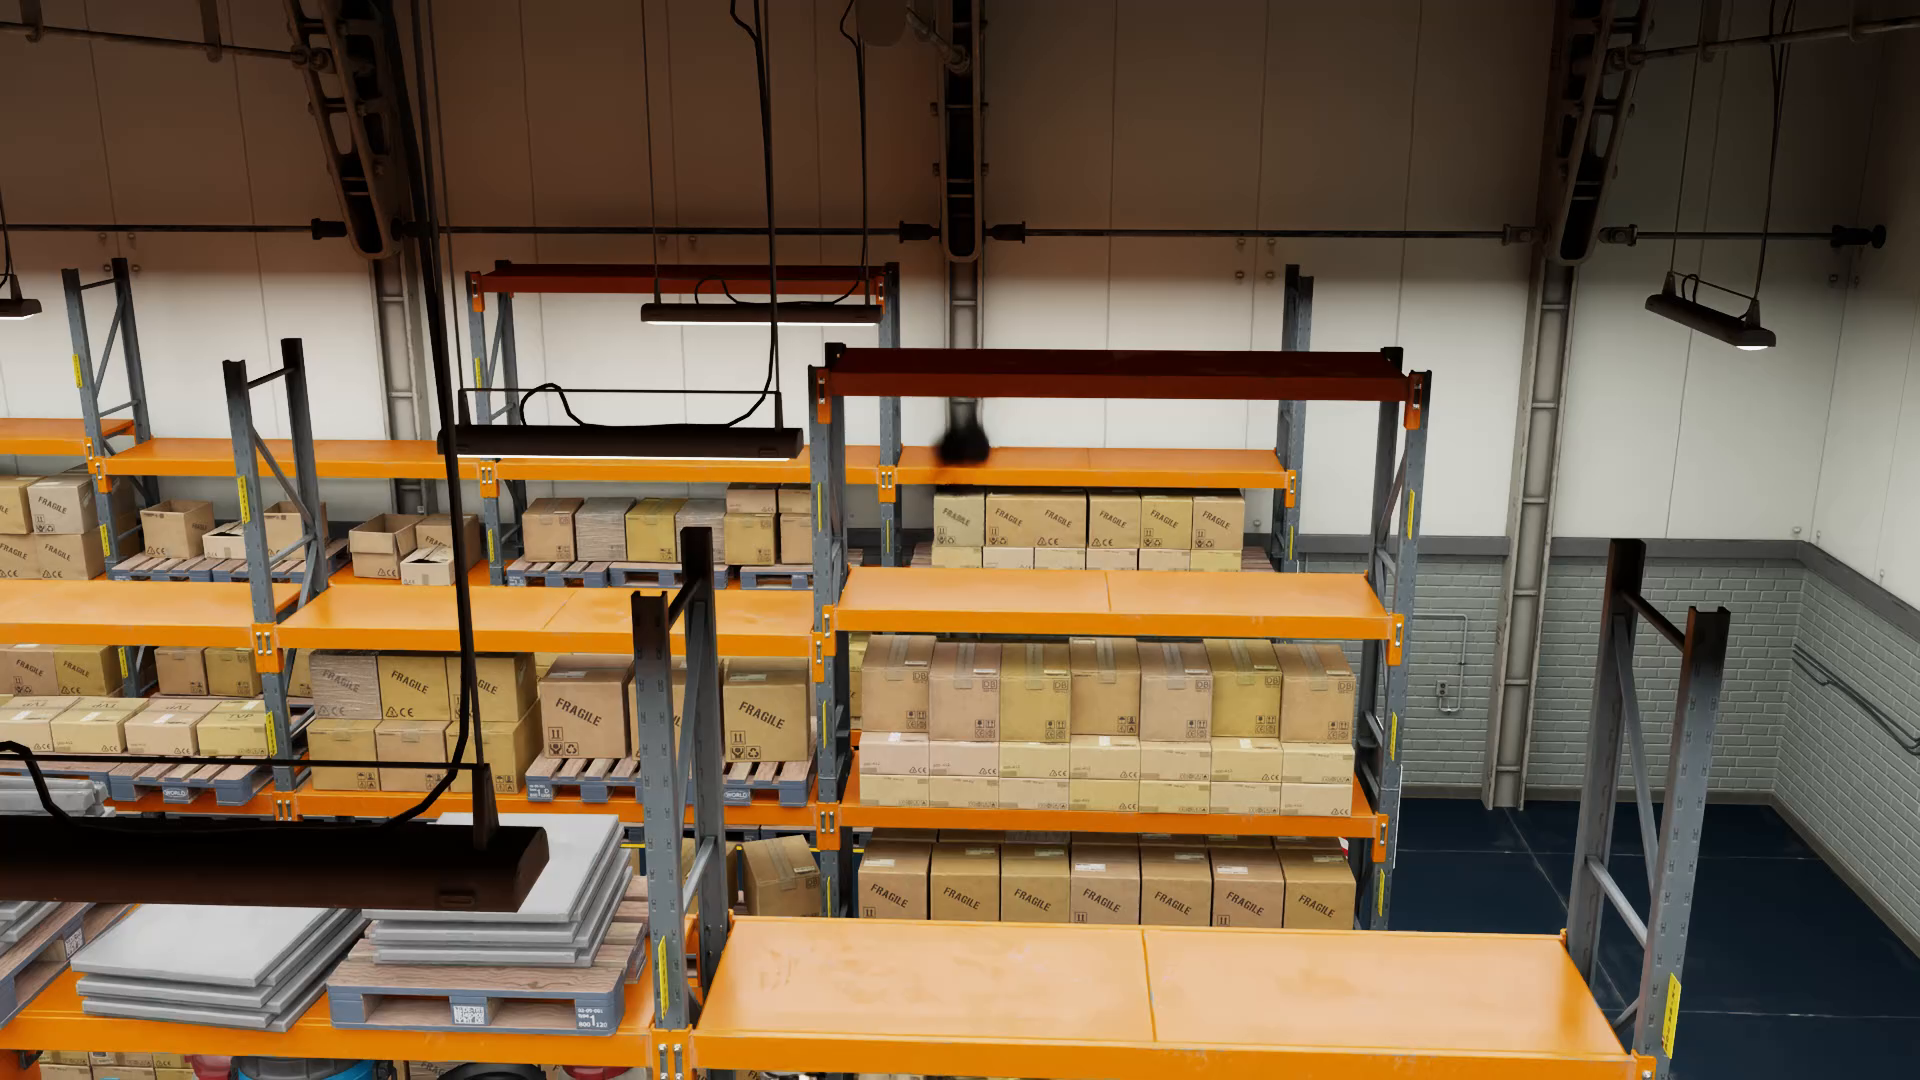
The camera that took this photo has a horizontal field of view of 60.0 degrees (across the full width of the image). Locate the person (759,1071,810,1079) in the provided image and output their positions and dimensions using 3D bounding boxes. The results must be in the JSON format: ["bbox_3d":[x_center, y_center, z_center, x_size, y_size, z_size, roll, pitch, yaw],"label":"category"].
[{"bbox_3d":[-0.908,4.251,11.249,0.943,1.600,0.660,2,16,6],"label":"person"}]
